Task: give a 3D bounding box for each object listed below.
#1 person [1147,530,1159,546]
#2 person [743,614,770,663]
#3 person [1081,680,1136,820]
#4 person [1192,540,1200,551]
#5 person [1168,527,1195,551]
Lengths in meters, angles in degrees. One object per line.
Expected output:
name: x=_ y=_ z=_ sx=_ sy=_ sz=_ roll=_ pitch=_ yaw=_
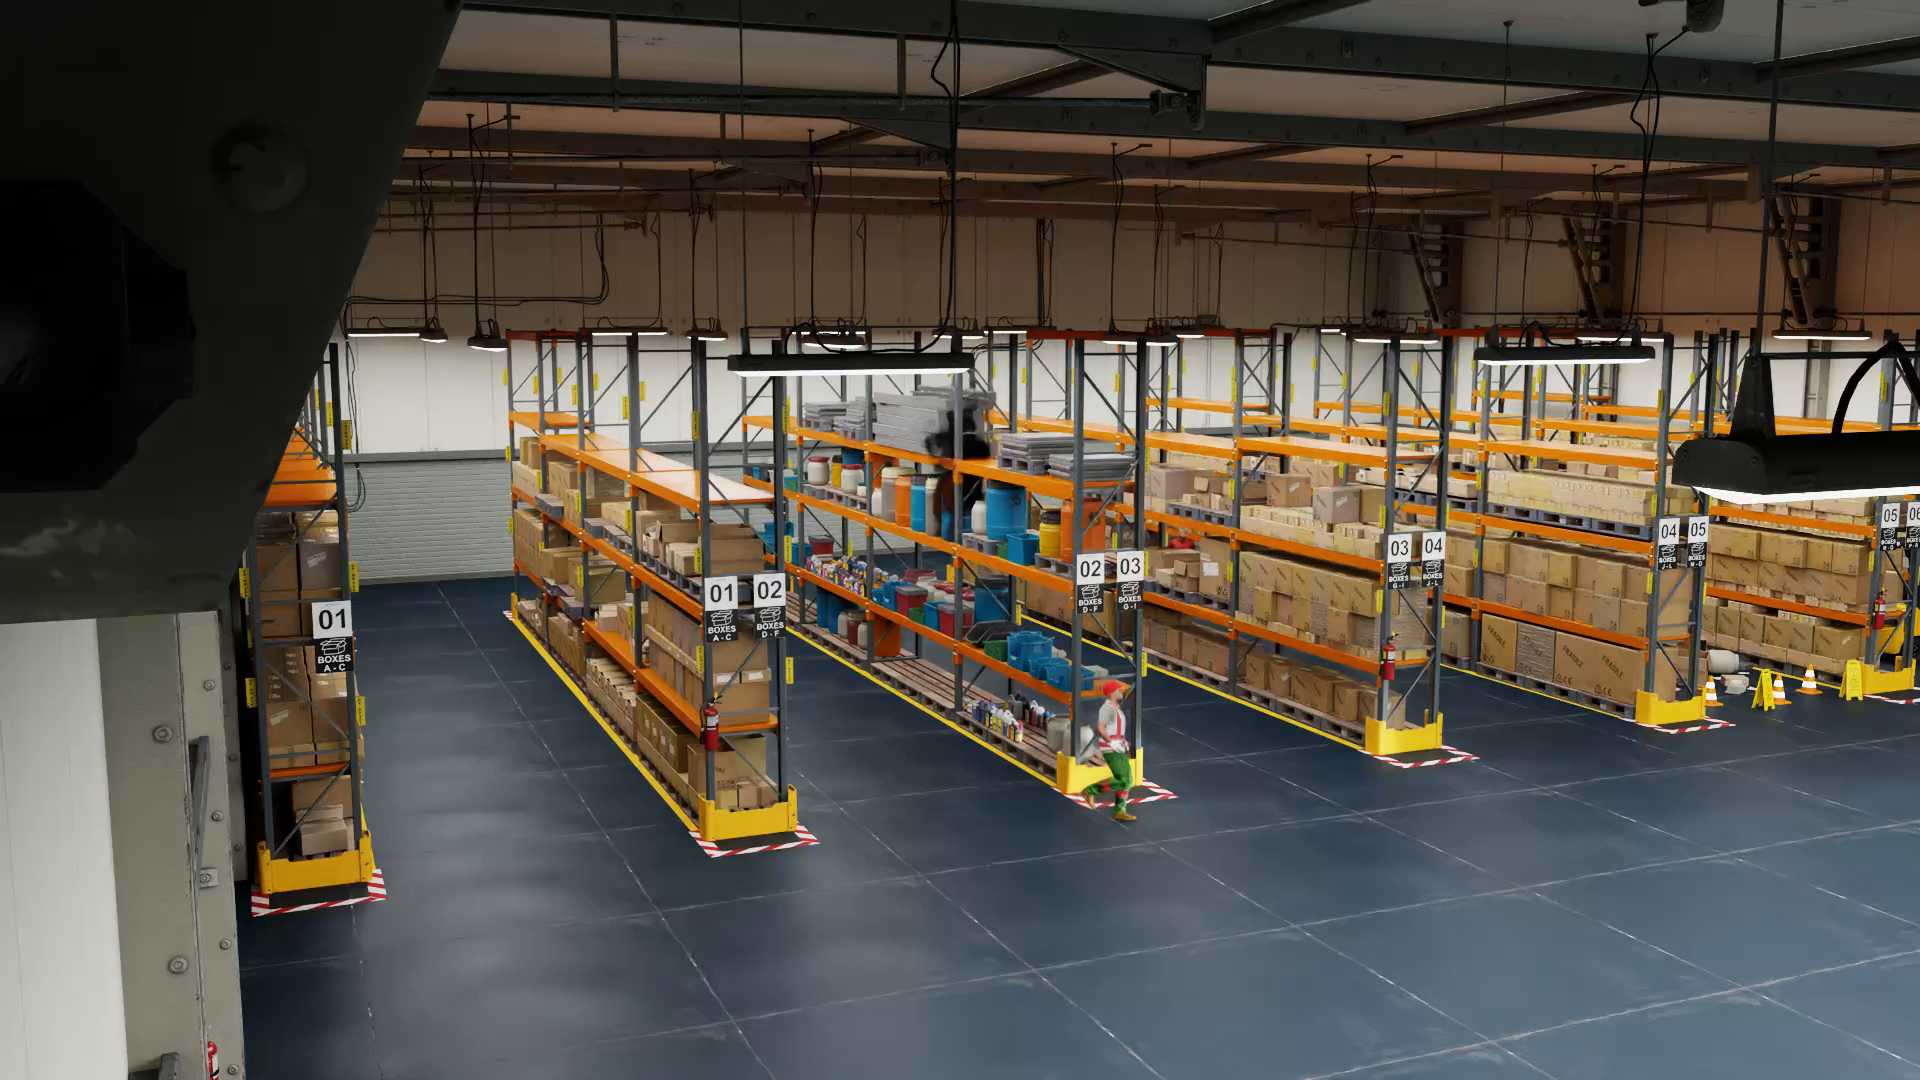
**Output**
person: x=4.894 y=-0.153 z=41.575 sx=0.782 sy=1.671 sz=0.660 roll=-4 pitch=9 yaw=-29
person: x=-3.479 y=1.663 z=28.584 sx=0.607 sy=1.593 sz=0.551 roll=-5 pitch=9 yaw=-35
person: x=1.926 y=2.634 z=21.019 sx=0.705 sy=1.711 sz=0.705 roll=2 pitch=8 yaw=14
person: x=6.020 y=-0.147 z=41.415 sx=0.749 sy=1.702 sz=0.760 roll=7 pitch=10 yaw=41
person: x=4.844 y=0.576 z=36.162 sx=0.639 sy=1.703 sz=0.624 roll=-3 pitch=8 yaw=-18
